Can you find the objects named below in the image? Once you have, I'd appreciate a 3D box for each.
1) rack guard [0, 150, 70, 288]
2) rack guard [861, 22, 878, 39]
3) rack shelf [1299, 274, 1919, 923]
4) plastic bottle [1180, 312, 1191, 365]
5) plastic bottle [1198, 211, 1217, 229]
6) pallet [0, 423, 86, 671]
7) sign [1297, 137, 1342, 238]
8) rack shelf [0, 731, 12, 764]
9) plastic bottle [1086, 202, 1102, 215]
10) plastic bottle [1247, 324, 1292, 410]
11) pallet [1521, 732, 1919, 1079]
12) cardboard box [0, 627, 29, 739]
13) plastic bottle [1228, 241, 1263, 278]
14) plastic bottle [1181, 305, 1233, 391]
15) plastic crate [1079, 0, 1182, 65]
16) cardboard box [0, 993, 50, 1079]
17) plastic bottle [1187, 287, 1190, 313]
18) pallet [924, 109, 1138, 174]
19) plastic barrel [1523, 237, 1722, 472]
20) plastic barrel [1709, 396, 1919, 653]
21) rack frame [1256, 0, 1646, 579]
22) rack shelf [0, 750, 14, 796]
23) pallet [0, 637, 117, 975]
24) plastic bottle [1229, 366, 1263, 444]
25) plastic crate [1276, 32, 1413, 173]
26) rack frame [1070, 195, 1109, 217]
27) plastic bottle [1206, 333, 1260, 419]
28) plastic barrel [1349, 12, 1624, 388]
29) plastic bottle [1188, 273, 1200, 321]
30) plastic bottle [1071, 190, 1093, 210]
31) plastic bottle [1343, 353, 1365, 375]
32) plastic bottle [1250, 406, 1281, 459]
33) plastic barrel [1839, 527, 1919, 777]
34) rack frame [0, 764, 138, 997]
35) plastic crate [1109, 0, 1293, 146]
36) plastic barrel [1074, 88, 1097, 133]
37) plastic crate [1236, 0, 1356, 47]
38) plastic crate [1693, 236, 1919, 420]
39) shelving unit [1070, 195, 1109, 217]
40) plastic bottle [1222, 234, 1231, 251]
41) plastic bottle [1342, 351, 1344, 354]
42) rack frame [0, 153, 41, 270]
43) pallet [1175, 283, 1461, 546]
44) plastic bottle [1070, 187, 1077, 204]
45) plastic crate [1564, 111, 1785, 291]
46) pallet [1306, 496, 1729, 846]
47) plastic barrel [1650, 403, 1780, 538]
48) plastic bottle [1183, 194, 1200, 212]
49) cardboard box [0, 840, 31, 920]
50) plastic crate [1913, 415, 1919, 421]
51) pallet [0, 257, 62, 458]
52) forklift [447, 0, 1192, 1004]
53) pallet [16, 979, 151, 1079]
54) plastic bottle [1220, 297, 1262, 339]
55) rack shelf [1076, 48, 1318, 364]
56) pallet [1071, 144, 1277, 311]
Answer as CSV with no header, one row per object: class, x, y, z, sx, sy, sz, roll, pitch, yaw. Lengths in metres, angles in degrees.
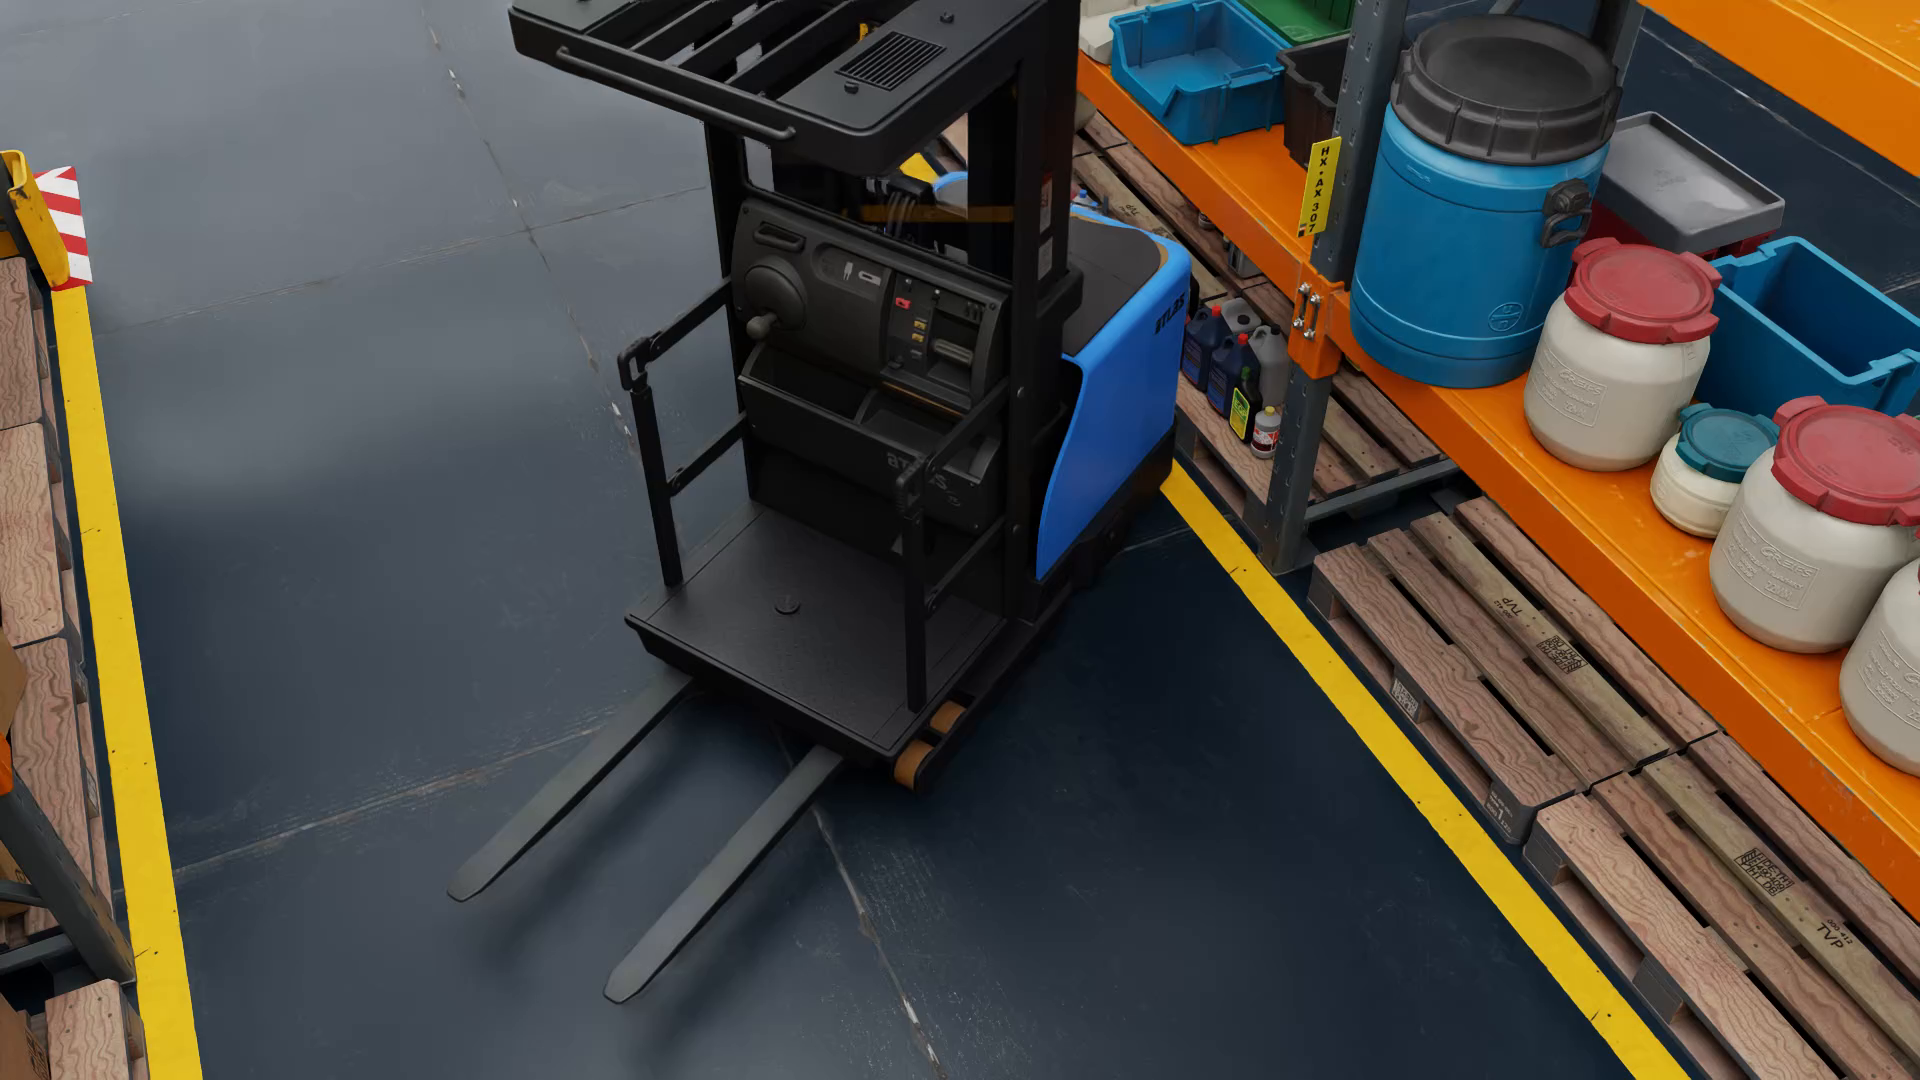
rack guard,-4.564,-1.260,7.171,1.175,0.500,0.348,-18,47,-17
rack guard,-0.027,-2.736,8.667,1.175,0.500,0.348,-18,47,-17
rack shelf,2.421,0.419,4.202,1.077,0.370,4.000,-18,47,-17
plastic bottle,0.861,-0.840,6.587,0.061,0.283,0.133,-15,47,-15
plastic bottle,1.102,-1.474,7.288,0.097,0.201,0.097,0,45,0
pallet,-3.745,0.148,5.950,1.003,0.211,1.213,-18,47,-17
sign,1.076,-1.055,4.986,0.100,0.325,0.005,-18,47,-17
rack shelf,-3.755,-0.667,5.303,1.077,0.370,4.000,-18,47,-17
plastic bottle,0.564,-1.316,7.078,0.097,0.271,0.097,0,45,0
plastic bottle,1.178,-0.693,6.390,0.144,0.351,0.185,-18,47,-17
pallet,2.462,1.149,4.936,1.003,0.211,1.213,-18,47,-17
cardboard box,-3.293,0.462,5.127,0.500,0.500,0.500,-5,45,-5
plastic bottle,1.235,-1.267,7.024,0.152,0.276,0.135,-18,47,-17
plastic bottle,0.967,-0.773,6.470,0.144,0.351,0.185,-20,48,-19
plastic crate,0.667,-1.978,6.306,0.530,0.136,0.437,-18,47,-17
cardboard box,-2.675,1.482,4.079,0.700,0.500,0.500,-22,49,-20
plastic bottle,0.831,-0.979,6.679,0.144,0.351,0.185,-18,47,-18
pallet,0.309,-2.114,8.242,1.003,0.211,1.213,-18,47,-17
plastic barrel,1.783,-0.485,4.510,0.433,0.535,0.433,0,45,0
plastic barrel,2.092,-0.018,4.036,0.433,0.535,0.433,0,45,0
rack frame,1.580,-1.112,5.241,1.000,3.000,0.127,-18,47,-17
rack shelf,-2.073,1.882,2.719,1.077,0.370,4.000,-18,47,-17
pallet,-3.228,0.926,5.161,1.003,0.211,1.213,-18,47,-17
plastic bottle,1.078,-0.510,6.252,0.061,0.283,0.133,-16,47,-15
plastic crate,1.475,-1.461,5.639,0.767,0.338,0.504,-18,47,-17
rack frame,0.439,-0.991,6.615,0.240,0.900,0.006,19,43,18
plastic bottle,1.048,-0.651,6.346,0.144,0.351,0.185,-19,48,-18
plastic barrel,1.468,-0.954,4.725,0.600,0.901,0.708,-18,47,-17
plastic bottle,0.913,-1.001,6.750,0.061,0.283,0.133,-18,47,-17
plastic bottle,0.522,-1.380,7.142,0.097,0.271,0.097,0,45,0
plastic bottle,1.587,-0.800,6.546,0.061,0.283,0.133,-18,47,-17
plastic bottle,1.145,-0.411,6.210,0.097,0.201,0.097,0,45,0
plastic barrel,2.274,0.258,3.756,0.433,0.535,0.433,0,45,0
rack frame,-2.914,0.351,3.758,1.000,3.000,0.127,-18,47,-17
plastic crate,0.868,-1.684,5.927,0.499,0.251,0.616,-18,47,-17
plastic barrel,0.455,-2.208,7.825,0.421,0.512,0.421,0,45,0
plastic crate,1.265,-1.985,6.276,0.450,0.188,0.662,-18,47,-17
plastic crate,2.326,-0.495,4.627,0.392,0.384,0.575,-18,47,-17
shelving unit,0.395,-0.933,6.544,0.258,0.900,0.210,19,43,18
plastic bottle,1.190,-1.355,7.167,0.097,0.201,0.097,0,45,0
plastic bottle,1.486,-0.920,6.619,0.144,0.351,0.185,-18,47,-17
rack frame,-4.596,-2.198,6.342,1.000,3.000,0.127,-18,47,-17
pallet,1.335,-0.559,6.667,1.003,0.211,1.213,-18,47,-17
plastic bottle,0.456,-1.453,7.208,0.061,0.283,0.133,-17,47,-17
plastic crate,2.061,-0.916,4.997,0.402,0.464,0.583,-18,47,-17
pallet,1.945,0.370,5.725,1.003,0.211,1.213,-18,47,-17
plastic barrel,1.997,-0.174,4.389,0.301,0.262,0.301,0,45,0
plastic bottle,1.053,-1.609,7.366,0.061,0.283,0.133,-18,47,-17
cardboard box,-3.046,0.825,4.759,0.500,0.500,0.500,-19,48,-19
plastic crate,2.568,-0.010,4.275,0.450,0.188,0.662,-18,47,-17
pallet,-4.254,-0.629,6.737,1.003,0.211,1.213,-18,47,-17
forklift,-0.404,-0.612,4.783,1.130,2.935,3.031,25,50,23
pallet,-2.585,1.839,4.235,1.003,0.211,1.213,-18,47,-17
plastic bottle,1.091,-0.806,6.557,0.152,0.276,0.135,-18,47,-17
rack shelf,0.739,-2.130,6.785,1.077,0.370,4.000,-18,47,-17
pallet,0.819,-1.338,7.456,1.003,0.211,1.213,-18,47,-17
